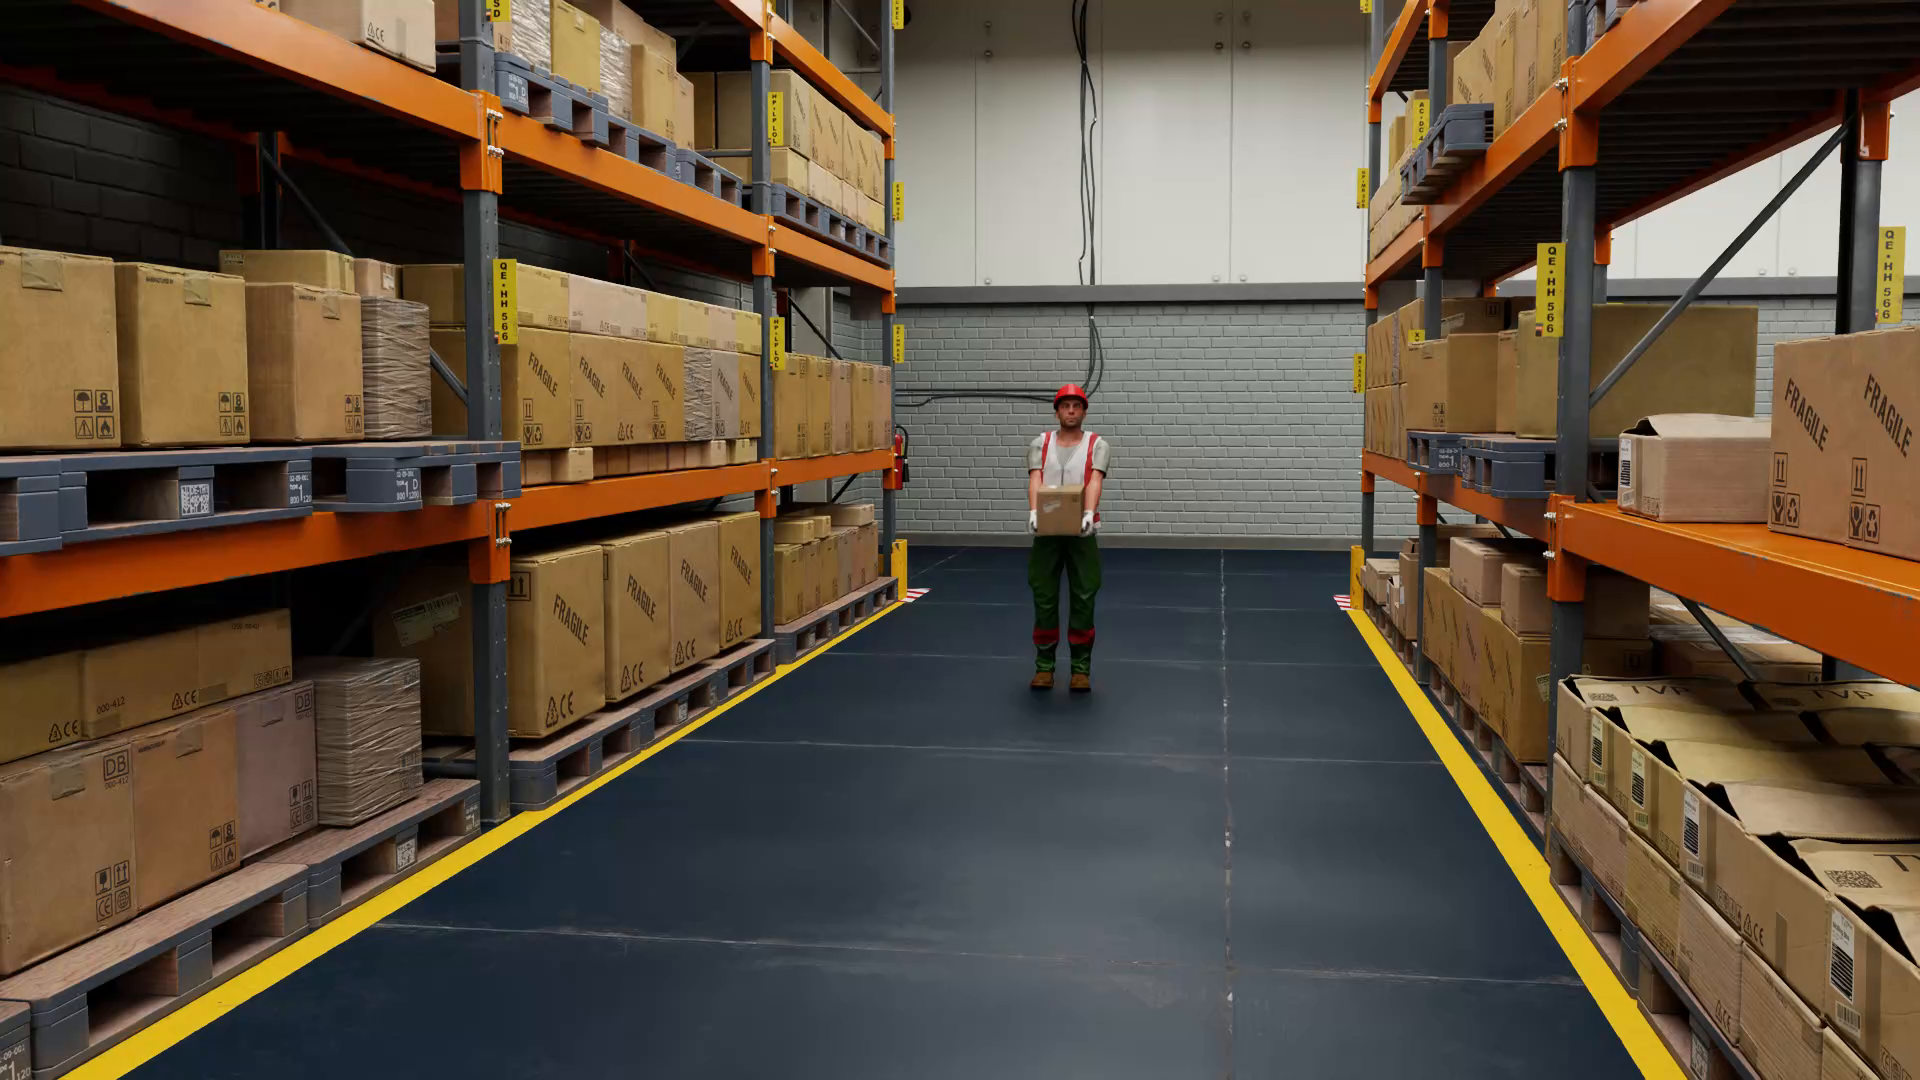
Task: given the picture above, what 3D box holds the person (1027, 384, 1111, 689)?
[{"bbox_3d":[0.619,-0.017,9.683,0.493,1.782,0.564,1,4,9],"label":"person"}]
